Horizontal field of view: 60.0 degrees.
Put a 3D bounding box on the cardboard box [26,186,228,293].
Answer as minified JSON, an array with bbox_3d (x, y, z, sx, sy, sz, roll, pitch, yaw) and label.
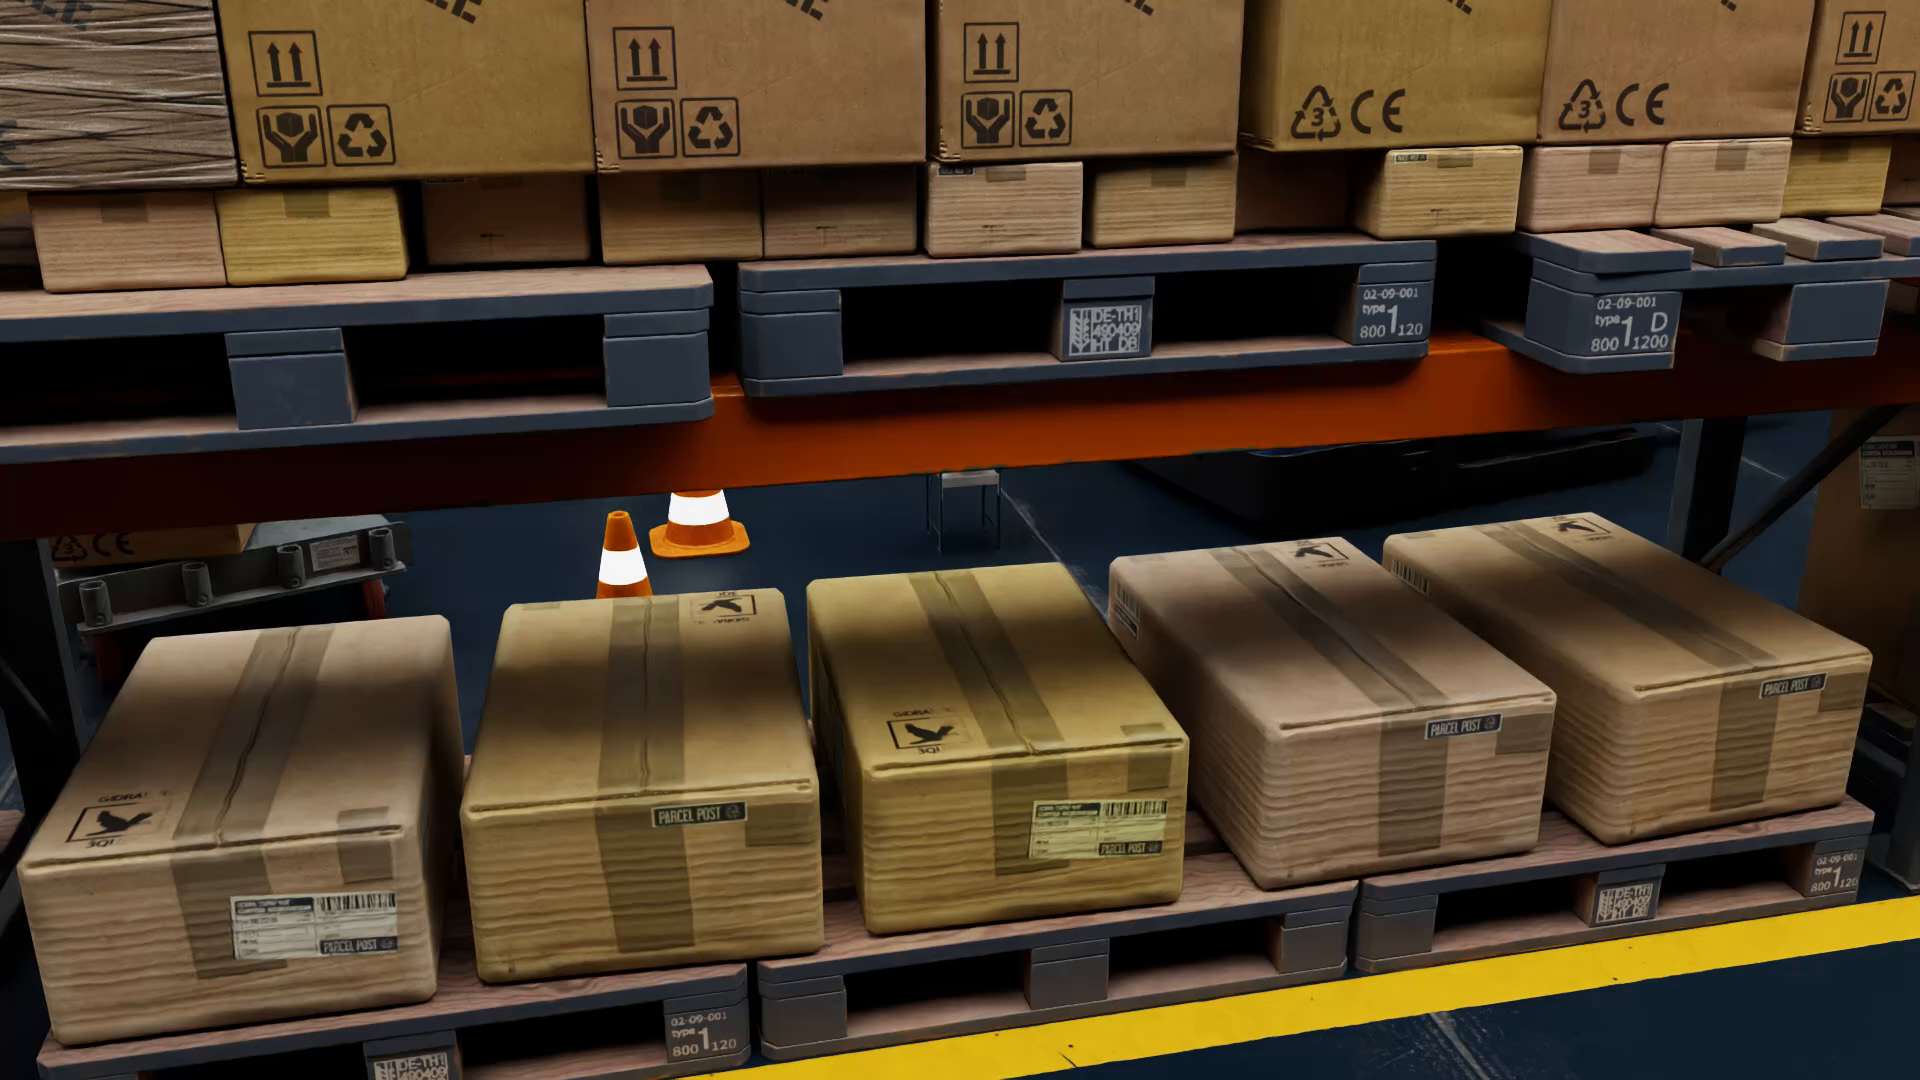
[{"bbox_3d":[-1.236,-0.497,2.564,0.250,0.149,0.380,-4,21,-12],"label":"cardboard box"}]

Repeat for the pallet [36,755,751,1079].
[{"bbox_3d":[-1.089,0.768,3.412,1.213,0.211,1.003,-5,21,-12],"label":"pallet"}]

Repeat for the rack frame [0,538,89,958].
[{"bbox_3d":[-1.847,-0.479,2.762,0.127,3.000,1.000,-5,21,-12],"label":"rack frame"}]

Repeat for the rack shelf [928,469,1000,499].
[{"bbox_3d":[0.008,-0.223,5.735,0.200,0.077,0.258,-5,21,-12],"label":"rack shelf"}]

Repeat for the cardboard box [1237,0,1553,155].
[{"bbox_3d":[0.676,-0.966,2.902,0.500,0.500,0.500,-6,21,-16],"label":"cardboard box"}]

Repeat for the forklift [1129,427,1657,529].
[{"bbox_3d":[2.150,-1.753,6.340,3.031,2.935,1.130,-10,22,-25],"label":"forklift"}]

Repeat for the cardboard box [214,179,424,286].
[{"bbox_3d":[-0.991,-0.513,2.610,0.250,0.149,0.380,-4,21,-11],"label":"cardboard box"}]

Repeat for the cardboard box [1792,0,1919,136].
[{"bbox_3d":[1.668,-1.051,3.134,0.500,0.500,0.500,-5,21,-14],"label":"cardboard box"}]

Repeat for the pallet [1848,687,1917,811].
[{"bbox_3d":[2.831,0.476,4.208,1.213,0.211,1.003,-5,21,-12],"label":"pallet"}]

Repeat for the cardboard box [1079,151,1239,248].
[{"bbox_3d":[0.292,-0.621,2.905,0.250,0.149,0.380,-5,21,-14],"label":"cardboard box"}]

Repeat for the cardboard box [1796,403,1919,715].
[{"bbox_3d":[2.737,-0.022,3.993,0.875,0.875,0.875,-5,21,-13],"label":"cardboard box"}]

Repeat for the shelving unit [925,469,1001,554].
[{"bbox_3d":[0.008,-0.423,5.662,0.210,0.900,0.258,-5,21,-12],"label":"shelving unit"}]

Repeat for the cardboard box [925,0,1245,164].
[{"bbox_3d":[0.145,-0.923,2.785,0.500,0.500,0.500,-6,21,-15],"label":"cardboard box"}]

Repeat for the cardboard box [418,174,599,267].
[{"bbox_3d":[-0.733,-0.561,2.741,0.250,0.149,0.380,-3,20,-9],"label":"cardboard box"}]

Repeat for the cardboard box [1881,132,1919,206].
[{"bbox_3d":[1.781,-0.770,3.312,0.250,0.149,0.380,-4,20,-10],"label":"cardboard box"}]

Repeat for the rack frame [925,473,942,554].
[{"bbox_3d":[-0.091,-0.415,5.640,0.006,0.900,0.240,-5,21,-12],"label":"rack frame"}]

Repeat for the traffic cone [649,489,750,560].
[{"bbox_3d":[-0.910,-0.213,5.722,0.334,0.463,0.336,-5,21,-12],"label":"traffic cone"}]

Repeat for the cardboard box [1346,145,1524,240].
[{"bbox_3d":[0.791,-0.646,2.973,0.250,0.149,0.380,-4,21,-12],"label":"cardboard box"}]

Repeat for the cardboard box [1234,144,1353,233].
[{"bbox_3d":[0.517,-0.669,3.034,0.250,0.149,0.380,-4,21,-12],"label":"cardboard box"}]

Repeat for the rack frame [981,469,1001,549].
[{"bbox_3d":[0.107,-0.431,5.684,0.006,0.900,0.240,-5,21,-12],"label":"rack frame"}]

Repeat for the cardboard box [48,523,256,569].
[{"bbox_3d":[-2.285,-0.255,4.682,0.500,0.500,0.500,-5,21,-12],"label":"cardboard box"}]

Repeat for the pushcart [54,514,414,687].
[{"bbox_3d":[-2.420,-0.007,5.286,0.936,0.377,1.648,-13,24,-31],"label":"pushcart"}]

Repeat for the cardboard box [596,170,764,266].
[{"bbox_3d":[-0.473,-0.568,2.758,0.250,0.149,0.380,-4,21,-12],"label":"cardboard box"}]

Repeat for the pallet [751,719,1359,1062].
[{"bbox_3d":[0.100,0.670,3.678,1.213,0.211,1.003,-5,21,-12],"label":"pallet"}]

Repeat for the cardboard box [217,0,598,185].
[{"bbox_3d":[-0.837,-0.844,2.570,0.500,0.500,0.500,-5,21,-12],"label":"cardboard box"}]

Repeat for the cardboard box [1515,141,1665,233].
[{"bbox_3d":[1.055,-0.673,3.045,0.250,0.149,0.380,-6,21,-15],"label":"cardboard box"}]

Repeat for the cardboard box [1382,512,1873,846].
[{"bbox_3d":[1.494,0.282,3.893,0.625,0.372,0.950,-6,21,-16],"label":"cardboard box"}]

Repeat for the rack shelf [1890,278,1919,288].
[{"bbox_3d":[3.992,-0.616,4.182,4.000,0.370,1.077,-5,21,-12],"label":"rack shelf"}]

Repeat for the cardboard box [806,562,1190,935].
[{"bbox_3d":[0.038,0.401,3.568,0.625,0.372,0.950,-4,20,-11],"label":"cardboard box"}]

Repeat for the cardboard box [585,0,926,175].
[{"bbox_3d":[-0.353,-0.879,2.664,0.500,0.500,0.500,-5,21,-13],"label":"cardboard box"}]

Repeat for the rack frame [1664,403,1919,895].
[{"bbox_3d":[2.046,-0.796,3.627,0.127,3.000,1.000,-5,21,-12],"label":"rack frame"}]

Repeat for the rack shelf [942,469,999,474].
[{"bbox_3d":[0.008,-0.307,5.704,0.200,0.077,0.258,-5,21,-12],"label":"rack shelf"}]

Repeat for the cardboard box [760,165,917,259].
[{"bbox_3d":[-0.232,-0.587,2.810,0.250,0.149,0.380,-4,21,-12],"label":"cardboard box"}]

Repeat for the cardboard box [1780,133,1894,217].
[{"bbox_3d":[1.537,-0.725,3.188,0.250,0.149,0.380,-4,21,-12],"label":"cardboard box"}]

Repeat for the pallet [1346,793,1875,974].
[{"bbox_3d":[1.285,0.575,3.939,1.213,0.211,1.003,-5,21,-12],"label":"pallet"}]

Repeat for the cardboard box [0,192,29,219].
[{"bbox_3d":[-3.712,-1.301,7.485,0.875,0.875,0.875,-4,21,-12],"label":"cardboard box"}]

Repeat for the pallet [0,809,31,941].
[{"bbox_3d":[-2.492,0.895,3.065,1.213,0.211,1.003,-5,21,-12],"label":"pallet"}]

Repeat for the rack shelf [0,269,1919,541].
[{"bbox_3d":[0.100,-0.300,3.318,4.000,0.370,1.077,-5,21,-12],"label":"rack shelf"}]

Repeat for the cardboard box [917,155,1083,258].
[{"bbox_3d":[0.039,-0.590,2.820,0.250,0.149,0.380,-4,20,-10],"label":"cardboard box"}]

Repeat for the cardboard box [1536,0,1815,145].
[{"bbox_3d":[1.167,-1.006,3.012,0.500,0.500,0.500,-5,21,-13],"label":"cardboard box"}]

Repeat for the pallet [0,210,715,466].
[{"bbox_3d":[-1.069,-0.401,2.828,1.213,0.211,1.003,-5,21,-12],"label":"pallet"}]

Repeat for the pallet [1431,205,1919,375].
[{"bbox_3d":[1.377,-0.614,3.408,1.003,0.211,1.213,-5,21,-12],"label":"pallet"}]

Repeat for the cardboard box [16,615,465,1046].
[{"bbox_3d":[-1.337,0.515,3.258,0.625,0.372,0.950,-4,21,-12],"label":"cardboard box"}]

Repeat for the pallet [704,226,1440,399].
[{"bbox_3d":[0.129,-0.536,3.194,1.213,0.211,1.003,-5,21,-12],"label":"pallet"}]

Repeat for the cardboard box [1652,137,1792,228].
[{"bbox_3d":[1.302,-0.690,3.092,0.250,0.149,0.380,-5,21,-13],"label":"cardboard box"}]

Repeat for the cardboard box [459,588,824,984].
[{"bbox_3d":[-0.638,0.457,3.416,0.625,0.372,0.950,-3,20,-9],"label":"cardboard box"}]

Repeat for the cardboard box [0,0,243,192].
[{"bbox_3d":[-1.324,-0.804,2.461,0.500,0.500,0.500,-4,21,-11],"label":"cardboard box"}]

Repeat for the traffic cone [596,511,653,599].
[{"bbox_3d":[-0.962,0.145,4.746,0.334,0.463,0.336,-5,21,-12],"label":"traffic cone"}]

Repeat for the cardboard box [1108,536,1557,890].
[{"bbox_3d":[0.778,0.343,3.727,0.625,0.372,0.950,-5,21,-14],"label":"cardboard box"}]
